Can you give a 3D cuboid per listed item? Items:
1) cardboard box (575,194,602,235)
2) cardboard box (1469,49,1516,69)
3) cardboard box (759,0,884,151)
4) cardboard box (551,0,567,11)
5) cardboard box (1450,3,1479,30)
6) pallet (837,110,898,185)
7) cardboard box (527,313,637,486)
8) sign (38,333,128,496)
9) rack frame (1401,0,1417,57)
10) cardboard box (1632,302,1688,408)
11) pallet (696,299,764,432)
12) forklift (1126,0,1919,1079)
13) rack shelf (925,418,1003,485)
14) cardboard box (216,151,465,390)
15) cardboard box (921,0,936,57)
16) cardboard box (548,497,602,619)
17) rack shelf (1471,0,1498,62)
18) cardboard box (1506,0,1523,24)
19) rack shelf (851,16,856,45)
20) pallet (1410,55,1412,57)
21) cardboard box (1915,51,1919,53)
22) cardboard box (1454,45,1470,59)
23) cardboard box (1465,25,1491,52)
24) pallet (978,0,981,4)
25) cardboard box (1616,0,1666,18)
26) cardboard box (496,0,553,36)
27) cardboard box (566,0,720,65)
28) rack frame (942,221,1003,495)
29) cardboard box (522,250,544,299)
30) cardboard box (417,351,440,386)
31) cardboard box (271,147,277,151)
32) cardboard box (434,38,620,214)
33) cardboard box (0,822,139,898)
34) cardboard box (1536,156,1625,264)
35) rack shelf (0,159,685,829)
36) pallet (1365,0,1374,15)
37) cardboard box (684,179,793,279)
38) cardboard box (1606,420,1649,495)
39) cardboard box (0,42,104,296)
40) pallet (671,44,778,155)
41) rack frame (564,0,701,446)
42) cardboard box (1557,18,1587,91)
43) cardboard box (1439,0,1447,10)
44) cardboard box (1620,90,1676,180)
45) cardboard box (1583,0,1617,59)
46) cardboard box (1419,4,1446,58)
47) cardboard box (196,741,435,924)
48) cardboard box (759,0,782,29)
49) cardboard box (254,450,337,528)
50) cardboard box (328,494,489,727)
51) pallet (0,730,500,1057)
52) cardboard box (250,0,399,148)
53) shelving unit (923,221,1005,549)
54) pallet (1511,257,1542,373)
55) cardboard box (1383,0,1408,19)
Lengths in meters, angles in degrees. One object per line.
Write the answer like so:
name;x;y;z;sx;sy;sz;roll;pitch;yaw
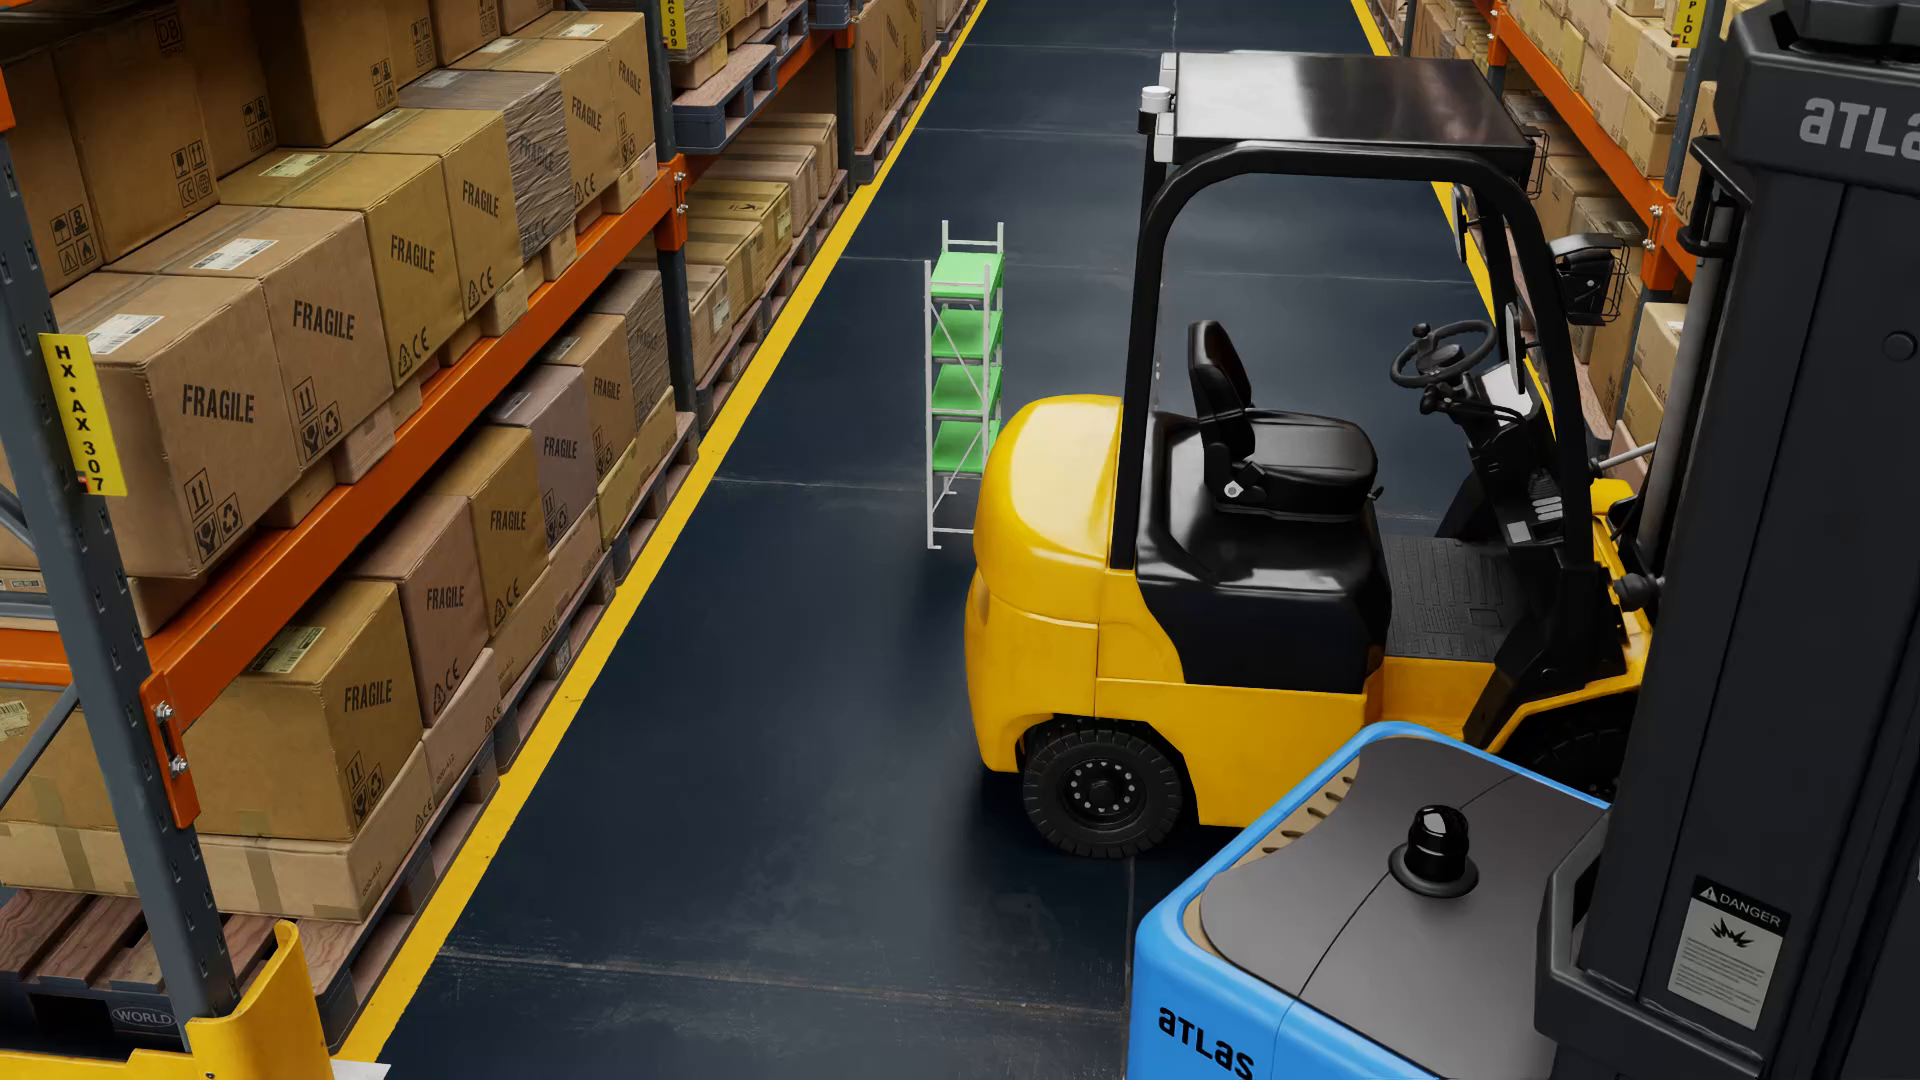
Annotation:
cardboard box;-1.556;-1.248;6.169;0.380;0.149;0.250;3;29;6
cardboard box;3.543;-3.107;10.864;0.380;0.149;0.250;2;28;4
cardboard box;-1.029;-3.216;11.355;0.875;0.875;0.875;3;28;6
cardboard box;-1.857;-2.354;7.095;0.500;0.500;0.500;3;28;5
cardboard box;3.815;-3.841;12.226;0.380;0.149;0.250;4;29;8
pallet;-1.024;-2.786;11.698;1.003;0.211;1.213;3;28;6
cardboard box;-1.552;-0.534;6.245;0.500;0.500;0.500;4;29;7
sign;-1.637;-0.230;3.102;0.100;0.325;0.005;3;28;6
rack frame;4.221;-5.243;13.319;1.000;3.000;0.127;3;28;6
cardboard box;2.870;-0.682;6.255;0.500;0.250;0.500;3;28;5
pallet;-1.592;-0.903;8.203;1.003;0.211;1.213;3;28;6
forklift;1.756;0.674;2.409;3.031;2.935;1.130;23;36;36
rack shelf;0.020;-0.339;6.754;0.258;0.148;0.480;3;28;6
cardboard box;-1.721;-0.746;4.554;0.500;0.500;0.500;3;28;5
cardboard box;-0.702;-4.482;13.705;0.875;0.875;0.875;4;29;8
cardboard box;-1.614;0.046;5.958;0.500;0.250;0.500;4;29;7
rack shelf;3.976;-3.984;11.742;1.077;0.370;4.000;3;28;6
cardboard box;3.434;-3.099;9.498;0.500;0.250;0.500;3;29;6
rack shelf;-0.951;-4.271;12.274;1.077;0.370;4.000;3;28;6
pallet;4.159;-3.630;13.265;1.003;0.211;1.213;3;28;6
cardboard box;2.809;-1.440;5.158;0.380;0.149;0.250;4;29;7
cardboard box;3.703;-3.137;11.603;0.500;0.500;0.500;5;29;8
cardboard box;3.726;-3.468;11.533;0.380;0.149;0.250;3;28;5
pallet;-0.236;-5.804;17.300;1.003;0.211;1.213;3;28;6
cardboard box;3.059;-2.346;7.153;0.380;0.149;0.250;2;28;5
cardboard box;-1.955;-2.184;6.168;0.700;0.500;0.500;3;28;6
cardboard box;-1.344;-2.327;7.046;0.500;0.500;0.500;4;29;7
rack frame;0.050;-0.721;6.823;0.240;1.200;0.015;3;28;6
cardboard box;-1.605;-0.887;5.498;0.380;0.149;0.250;3;28;5
cardboard box;-1.751;-0.526;4.829;0.380;0.149;0.250;4;29;8
cardboard box;-2.171;-1.035;5.090;0.500;0.500;0.500;4;29;7
cardboard box;-1.550;-1.472;5.901;0.500;0.500;0.500;4;29;8
cardboard box;-2.341;0.737;4.675;0.500;0.250;0.500;3;28;6
cardboard box;3.487;-1.581;8.584;0.875;0.625;0.625;2;28;4
rack shelf;-1.931;-0.505;5.284;1.077;0.370;4.000;3;28;6
pallet;4.605;-5.487;16.712;1.003;0.211;1.213;3;28;6
cardboard box;-1.456;-1.705;9.079;0.950;0.372;0.625;4;29;8
cardboard box;2.853;-0.243;6.494;0.500;0.250;0.500;4;29;7
cardboard box;-2.330;-0.749;3.504;0.700;0.500;0.500;3;28;5
pallet;-1.448;-2.030;7.559;1.003;0.211;1.213;3;28;6
rack frame;-1.686;-1.764;6.861;1.000;3.000;0.127;3;28;6
cardboard box;3.246;-2.376;8.155;0.500;0.250;0.500;4;29;8
cardboard box;3.936;-4.203;12.897;0.380;0.149;0.250;2;28;4
cardboard box;3.043;-1.663;6.833;0.500;0.250;0.500;4;29;7
cardboard box;3.172;-2.360;7.599;0.500;0.250;0.500;4;29;7
cardboard box;3.883;-3.861;12.947;0.500;0.500;0.500;3;28;6
cardboard box;-1.803;0.781;4.593;0.500;0.250;0.500;3;28;6
cardboard box;-1.117;-2.692;8.406;0.380;0.149;0.250;4;29;8
cardboard box;-1.799;-0.158;4.145;0.380;0.149;0.250;2;28;5
cardboard box;-1.740;0.194;4.894;0.500;0.500;0.500;2;28;4
pallet;-2.032;0.931;4.800;1.003;0.211;1.213;3;28;6
cardboard box;-2.101;-1.460;4.823;0.700;0.500;0.500;3;28;6
shelving unit;0.020;-0.606;6.610;0.258;1.200;0.503;3;28;6
pallet;3.440;-1.174;8.707;1.003;0.211;1.213;3;28;6
cardboard box;4.272;-5.039;15.133;0.700;0.500;0.500;2;28;4
